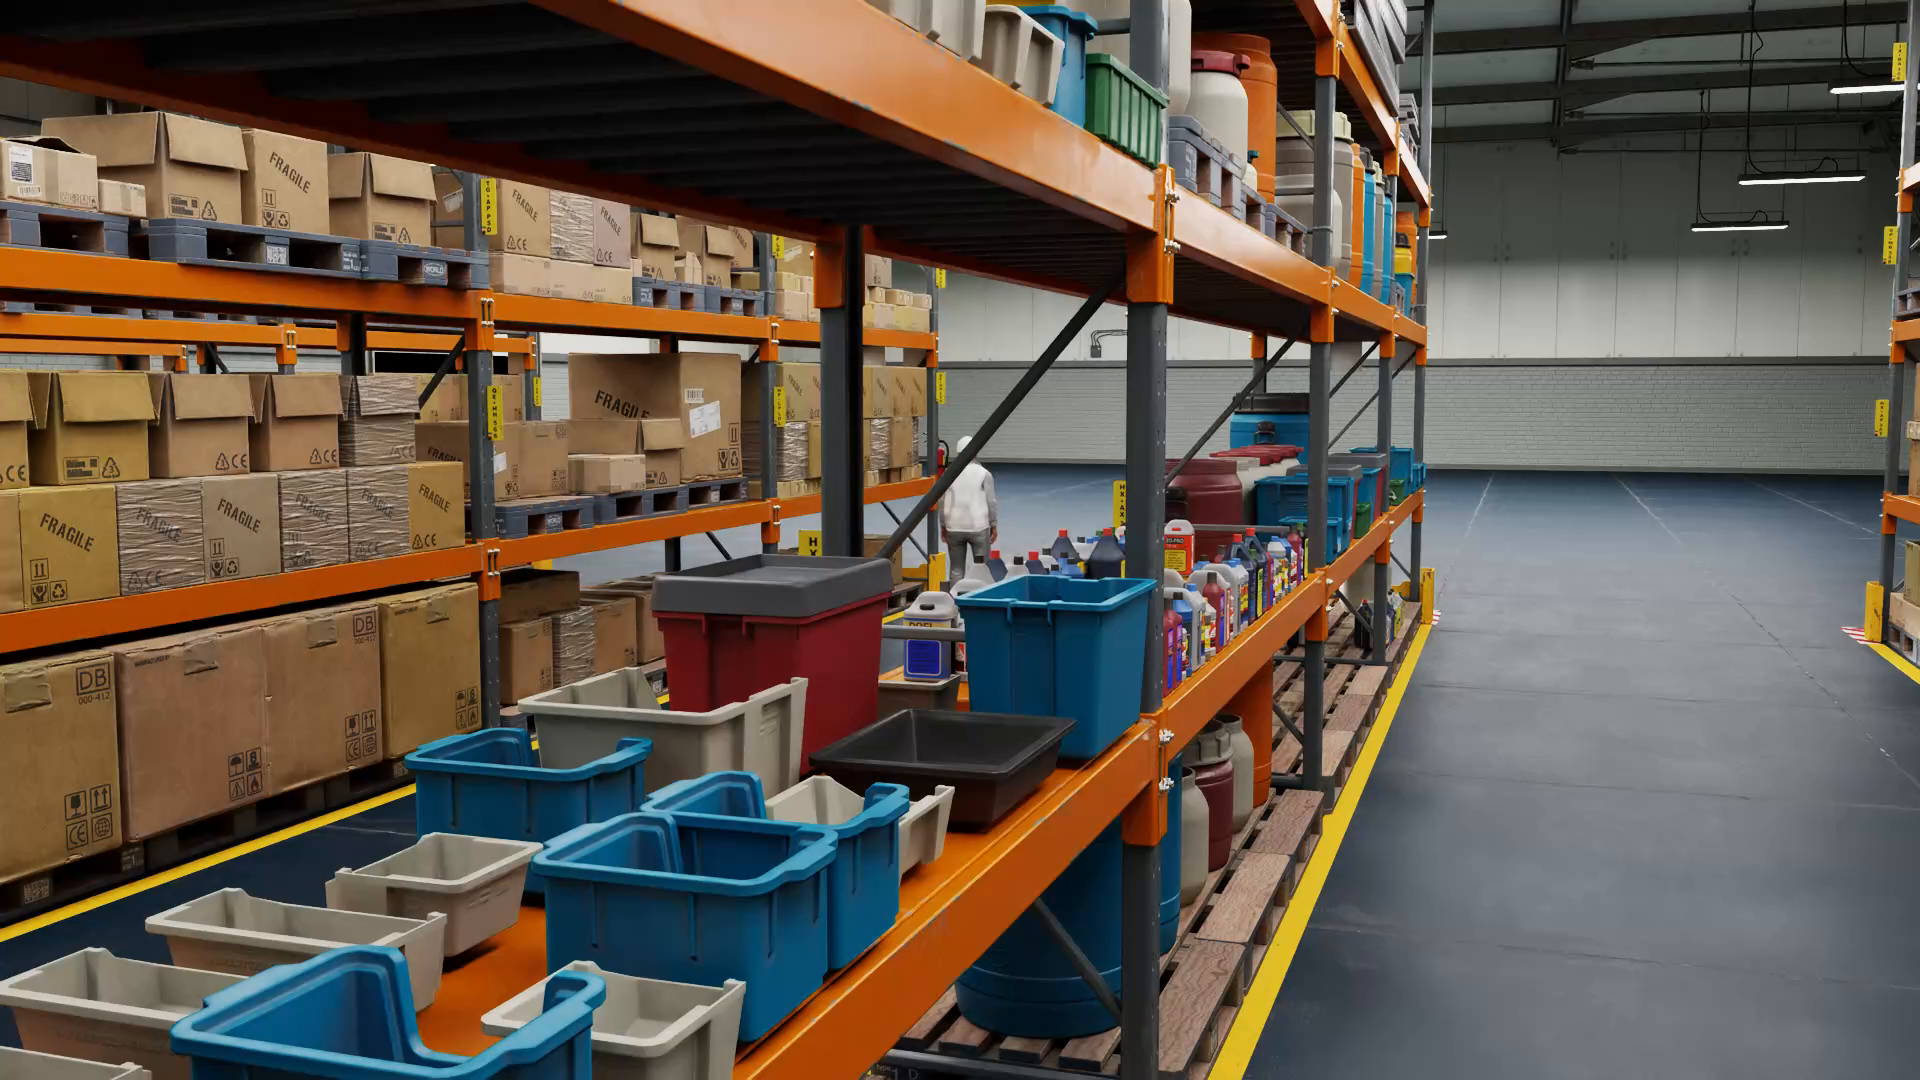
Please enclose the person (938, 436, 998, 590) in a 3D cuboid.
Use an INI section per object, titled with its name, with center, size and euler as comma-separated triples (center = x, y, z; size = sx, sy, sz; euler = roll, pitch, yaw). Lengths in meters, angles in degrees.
[person]
center = 0.082, -0.118, 16.157
size = 0.583, 1.769, 0.465
euler = 1, 5, 14
